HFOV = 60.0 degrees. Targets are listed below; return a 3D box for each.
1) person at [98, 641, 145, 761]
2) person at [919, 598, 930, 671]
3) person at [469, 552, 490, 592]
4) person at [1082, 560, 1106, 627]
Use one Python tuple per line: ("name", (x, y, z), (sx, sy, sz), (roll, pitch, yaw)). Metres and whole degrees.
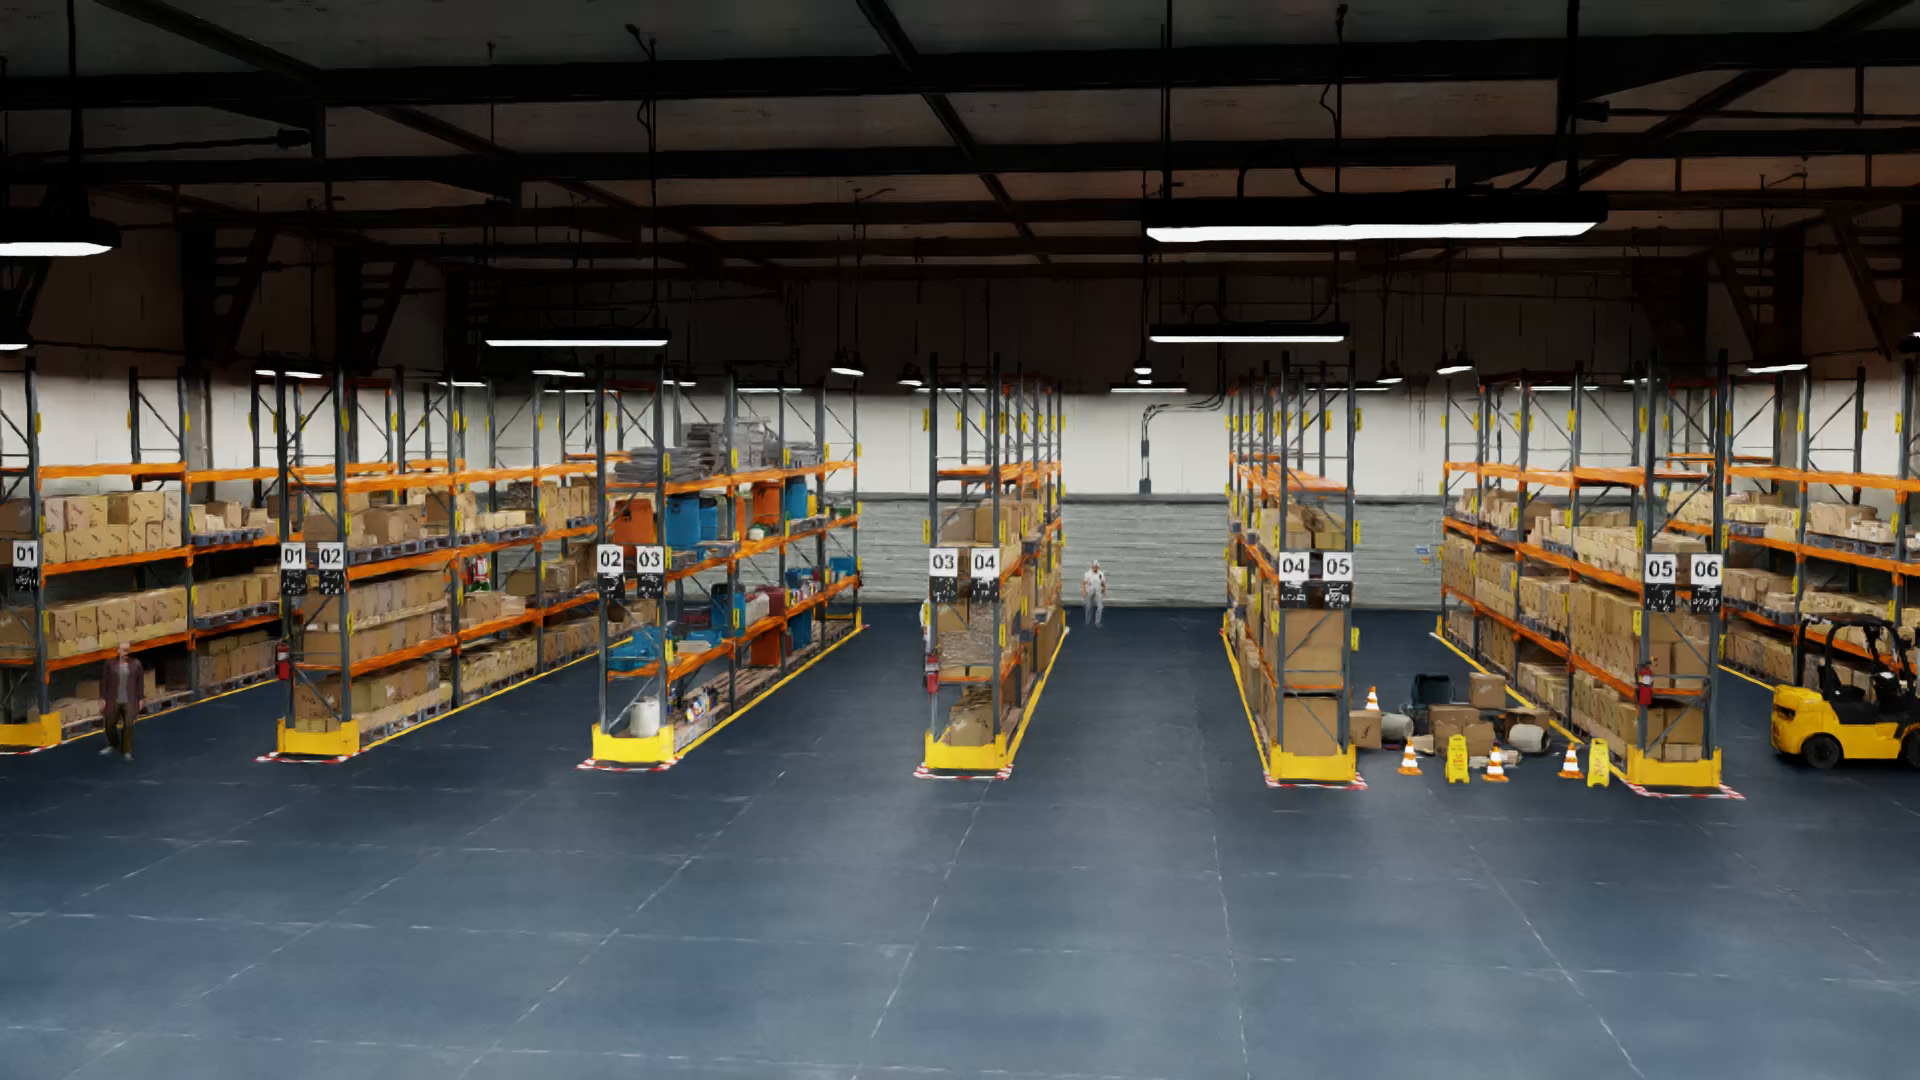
("person", (-12.468, 2.373, 24.727), (0.625, 1.769, 0.594), (-2, 5, -28))
("person", (-0.454, 1.783, 33.357), (0.729, 1.734, 0.546), (0, 4, 6))
("person", (-12.520, 1.077, 43.008), (0.725, 1.774, 0.527), (-3, 5, -34))
("person", (3.305, 1.296, 40.989), (0.607, 1.629, 0.700), (0, 4, -2))
